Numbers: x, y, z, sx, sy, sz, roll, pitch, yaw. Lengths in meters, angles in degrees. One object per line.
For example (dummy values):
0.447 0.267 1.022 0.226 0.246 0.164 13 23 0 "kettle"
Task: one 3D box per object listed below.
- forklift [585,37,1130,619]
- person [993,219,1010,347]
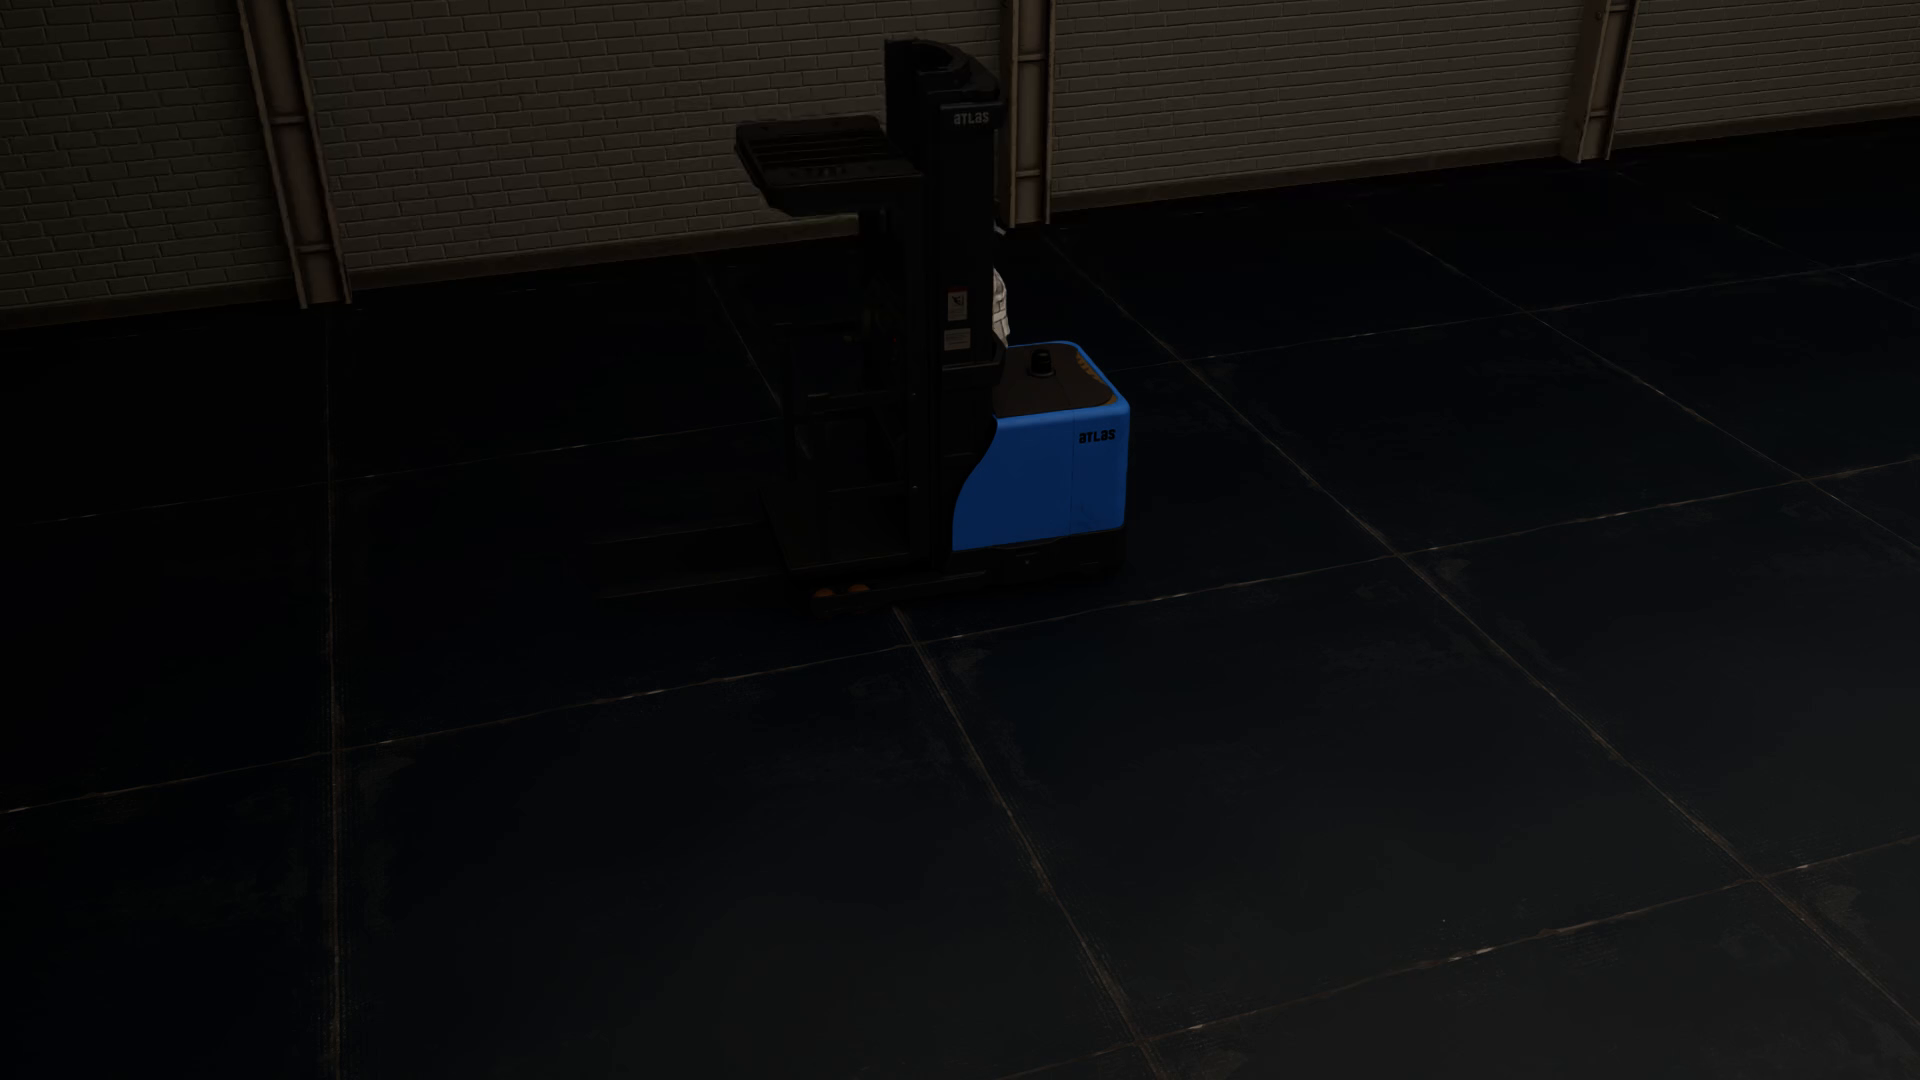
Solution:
-0.616 -1.122 9.036 3.031 2.935 1.130 -8 31 -13 "forklift"
0.122 -1.309 10.730 0.457 1.595 0.807 -7 31 -12 "person"
